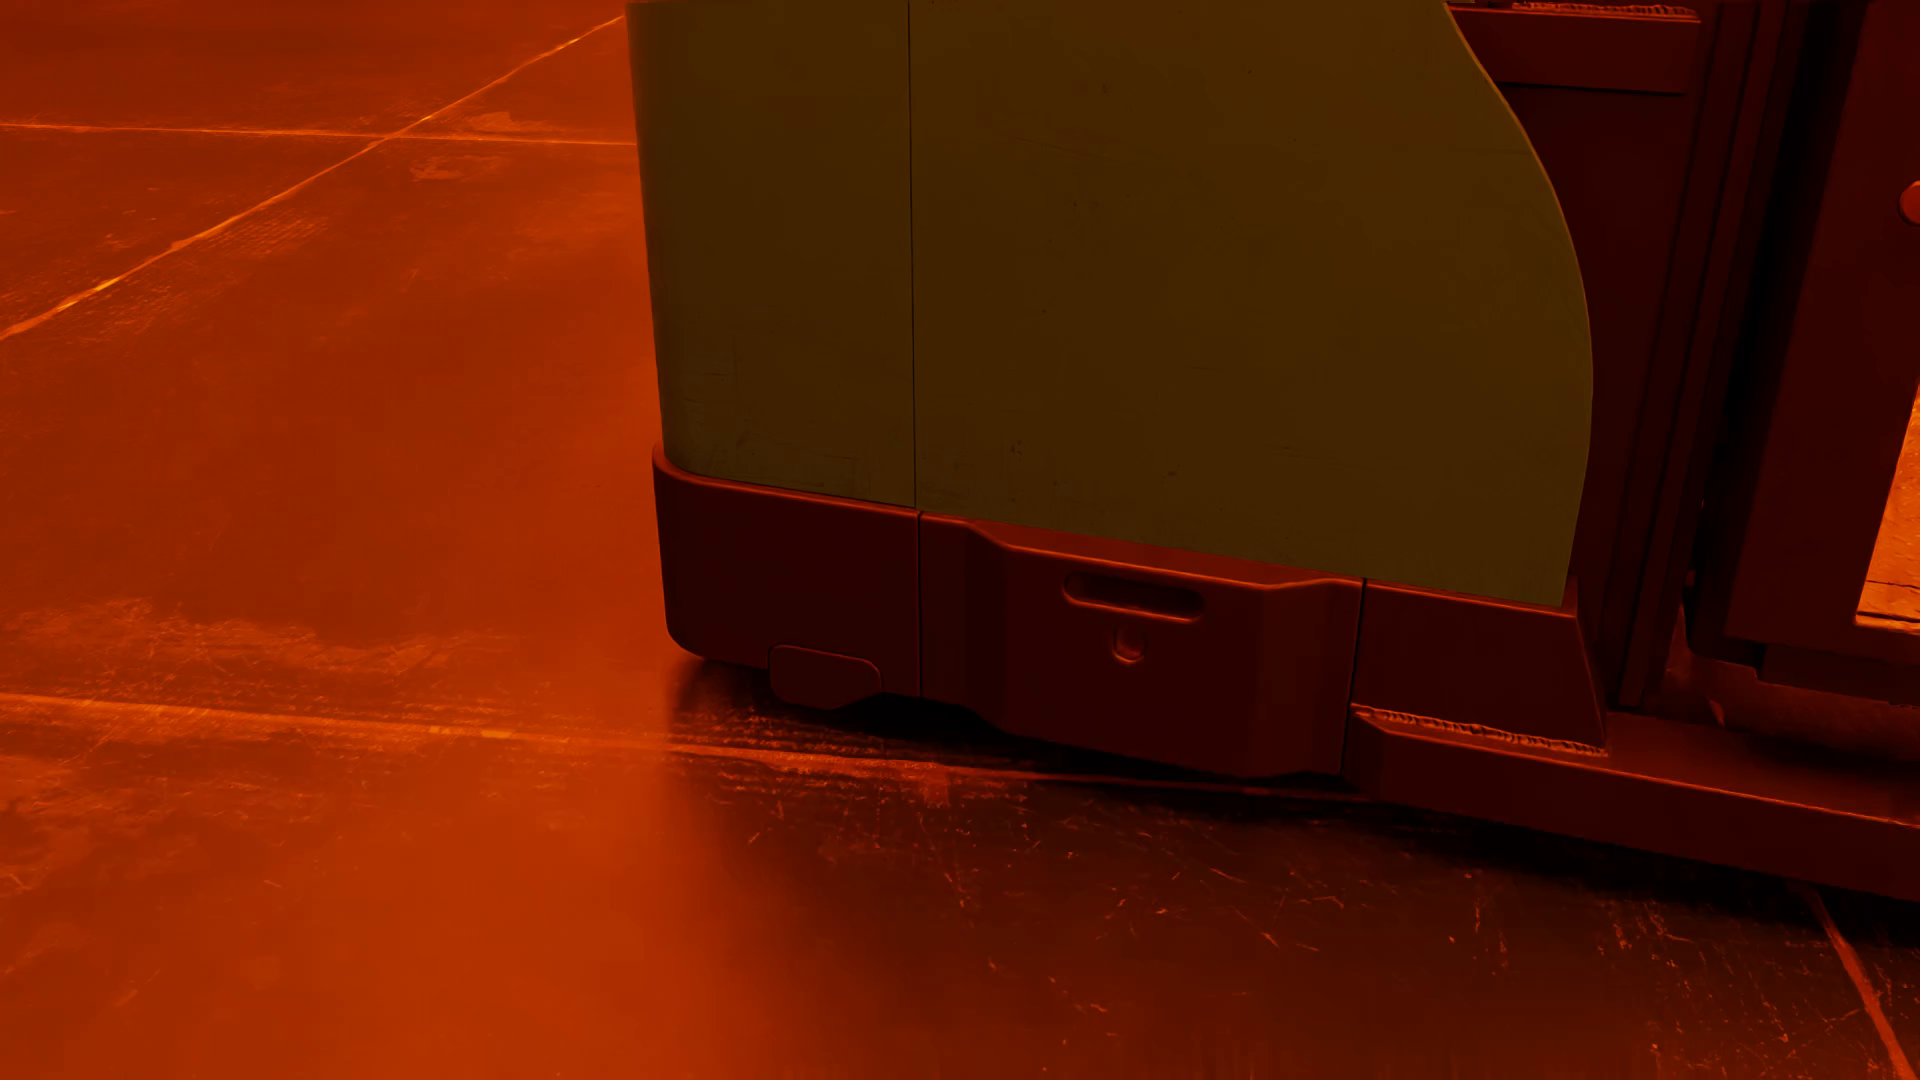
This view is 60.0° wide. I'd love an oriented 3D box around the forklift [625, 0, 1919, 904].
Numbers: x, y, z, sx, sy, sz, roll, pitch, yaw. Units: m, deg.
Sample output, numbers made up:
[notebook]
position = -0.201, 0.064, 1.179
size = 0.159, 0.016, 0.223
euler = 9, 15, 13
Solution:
[forklift]
position = 1.199, -1.112, 1.446
size = 3.031, 2.935, 1.130
euler = 9, 28, 17
